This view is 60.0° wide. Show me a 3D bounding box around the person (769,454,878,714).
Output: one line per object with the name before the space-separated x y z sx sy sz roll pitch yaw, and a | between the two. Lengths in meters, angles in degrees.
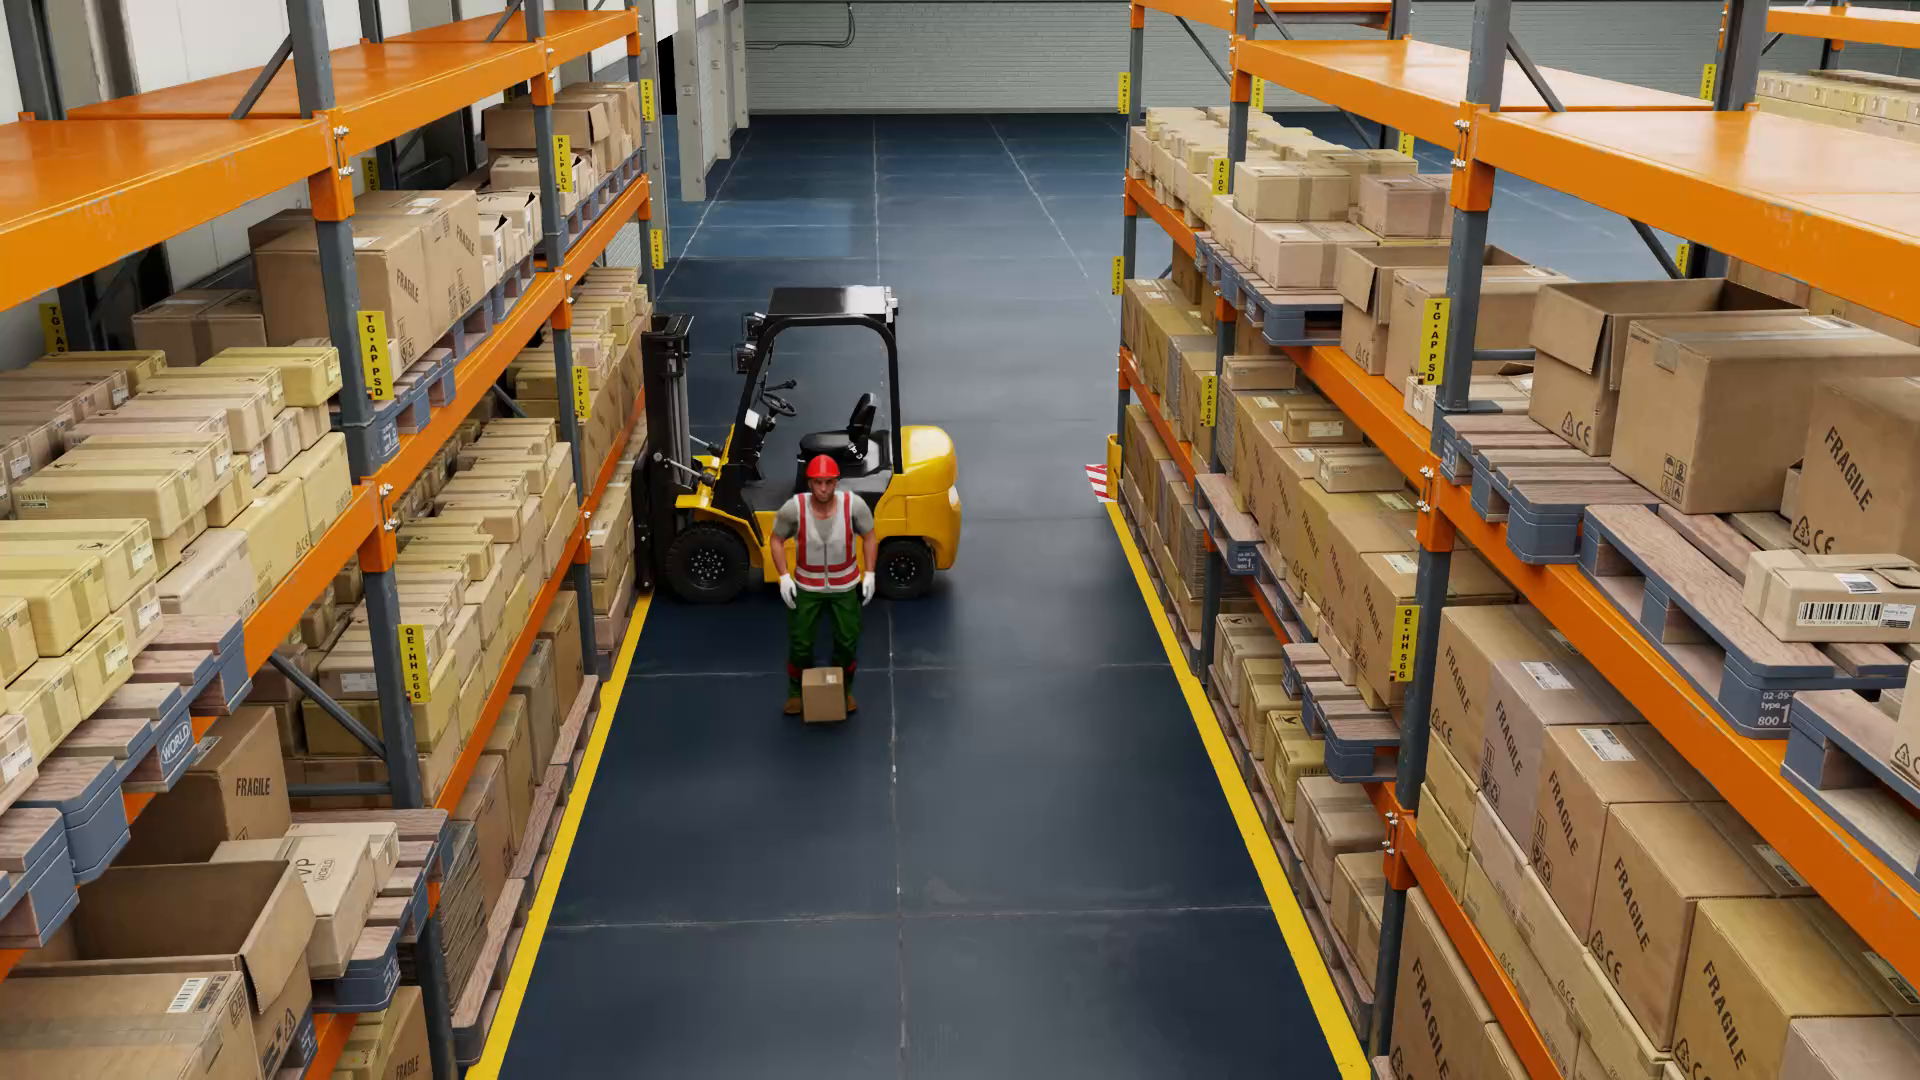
person | -0.844 0.284 10.312 0.650 1.757 0.507 -2 20 -5
